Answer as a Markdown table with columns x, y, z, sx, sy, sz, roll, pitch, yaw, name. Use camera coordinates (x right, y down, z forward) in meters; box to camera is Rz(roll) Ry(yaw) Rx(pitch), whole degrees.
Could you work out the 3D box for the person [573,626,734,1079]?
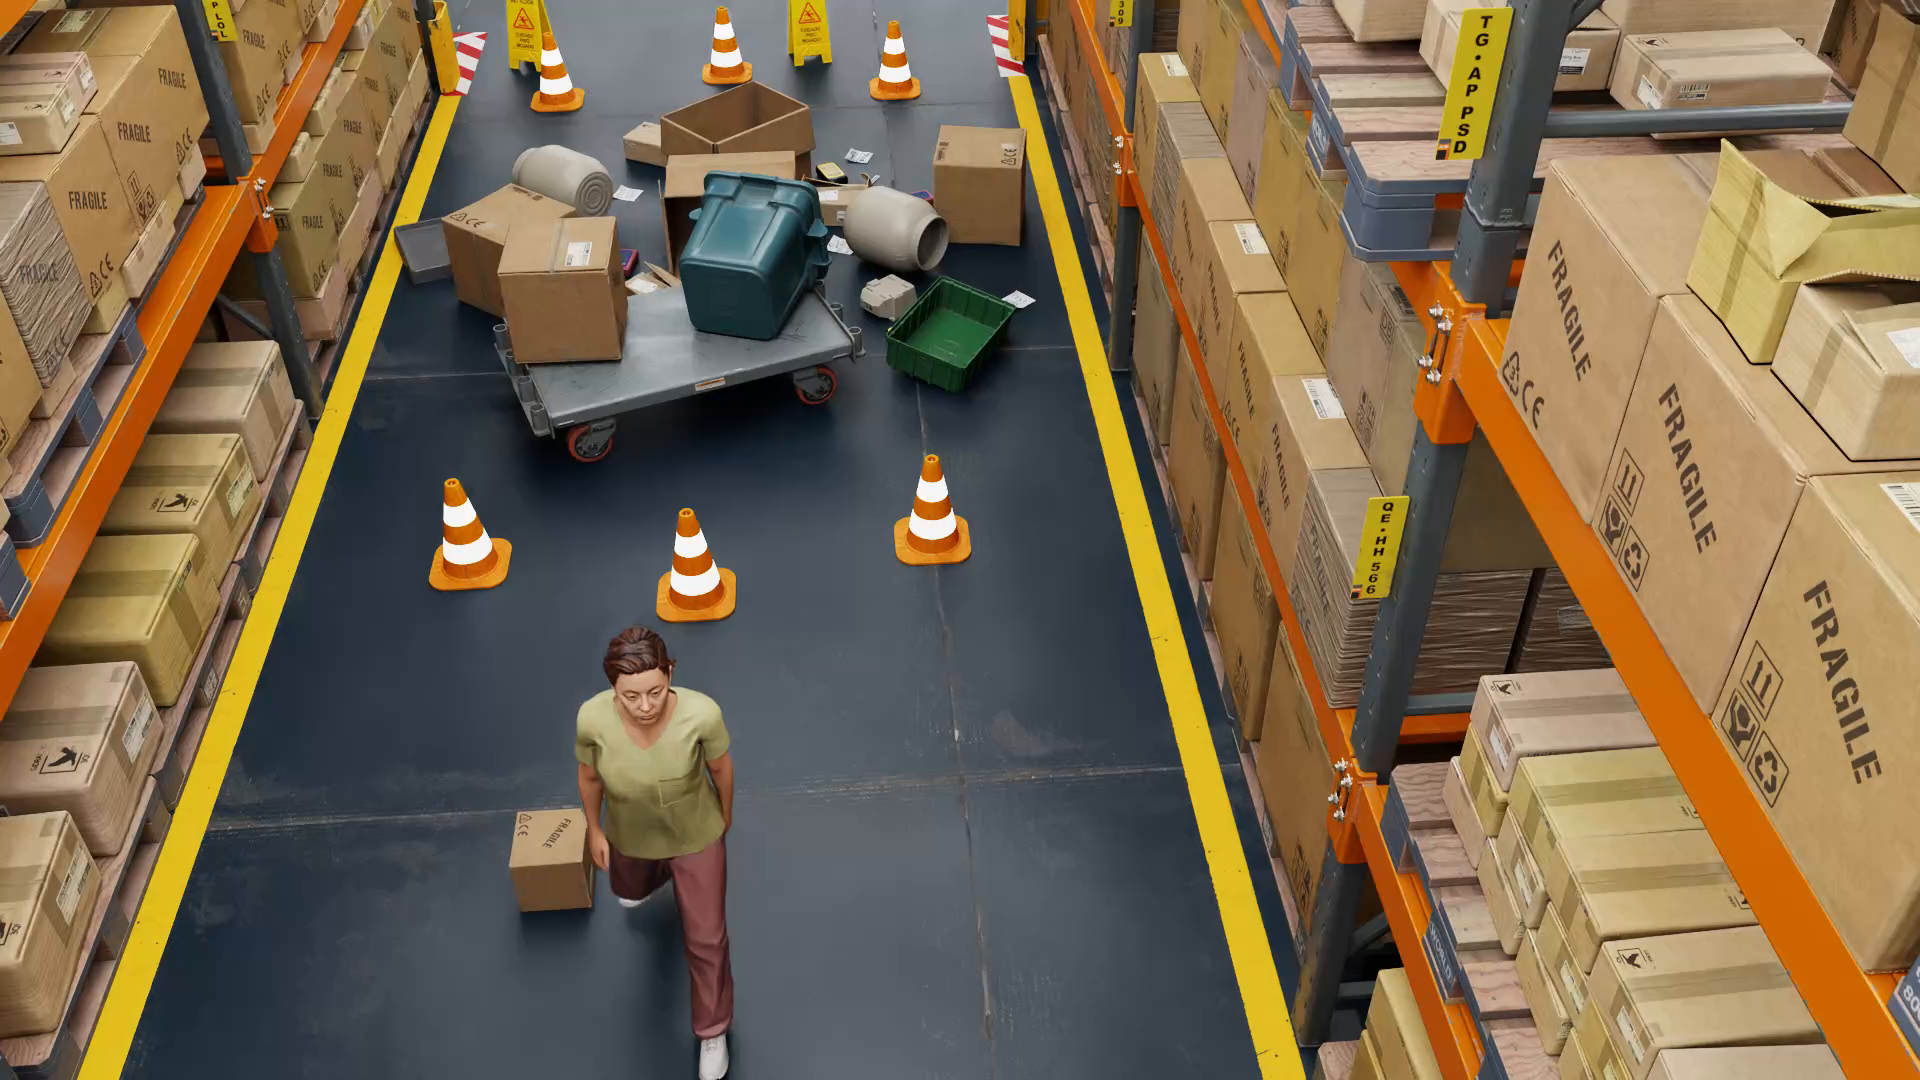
| x | y | z | sx | sy | sz | roll | pitch | yaw | name |
| --- | --- | --- | --- | --- | --- | --- | --- | --- | --- |
| -0.933 | 0.841 | 5.120 | 0.513 | 1.651 | 0.873 | 1 | 39 | 1 | person |
